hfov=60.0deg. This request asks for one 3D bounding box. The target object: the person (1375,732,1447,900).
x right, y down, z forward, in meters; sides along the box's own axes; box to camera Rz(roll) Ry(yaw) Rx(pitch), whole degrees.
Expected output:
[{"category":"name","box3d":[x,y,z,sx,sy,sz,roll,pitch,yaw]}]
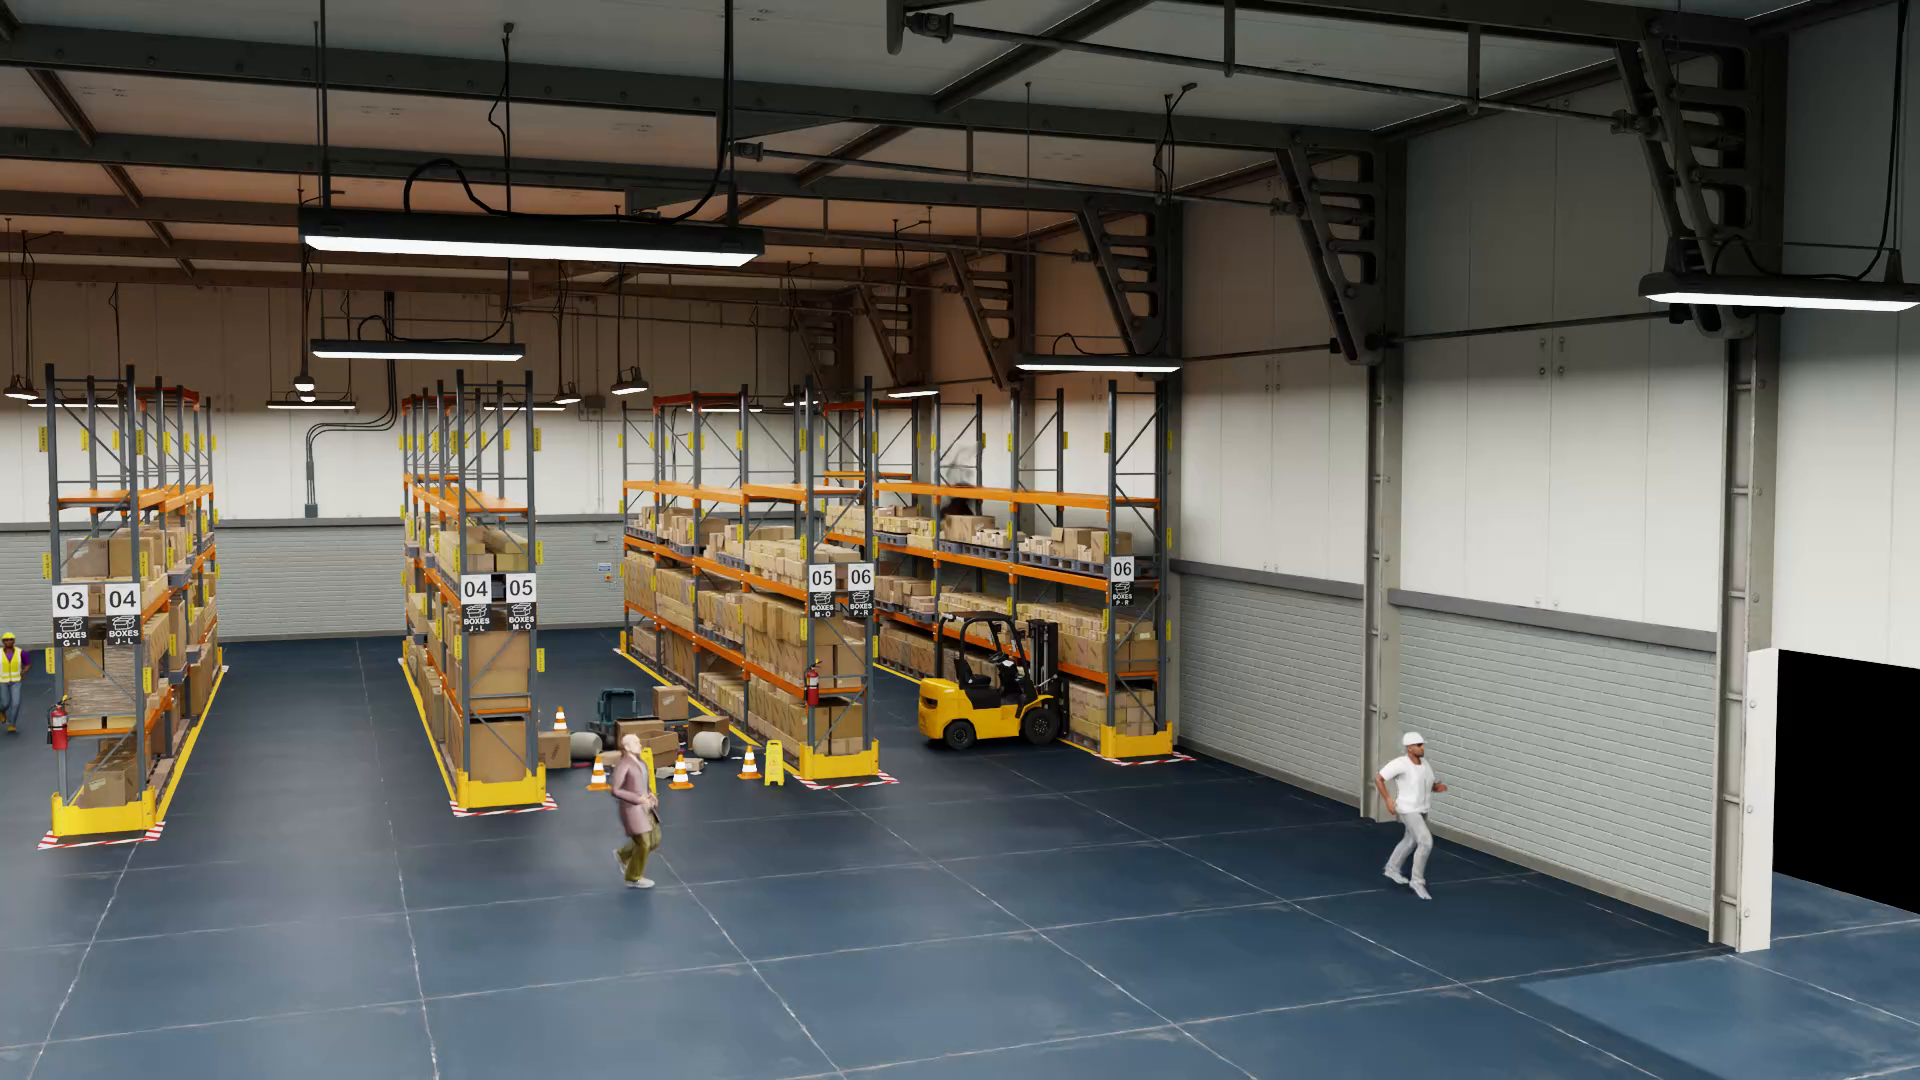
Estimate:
[{"category":"person","box3d":[5.032,3.042,18.462,0.672,1.831,0.770,-3,5,-44]}]

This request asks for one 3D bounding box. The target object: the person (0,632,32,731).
[{"category":"person","box3d":[-16.488,2.458,28.849,0.701,1.716,0.587,-2,4,-36]}]

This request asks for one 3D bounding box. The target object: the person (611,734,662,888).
[{"category":"person","box3d":[-3.653,3.040,18.695,0.663,1.726,0.706,1,3,16]}]
